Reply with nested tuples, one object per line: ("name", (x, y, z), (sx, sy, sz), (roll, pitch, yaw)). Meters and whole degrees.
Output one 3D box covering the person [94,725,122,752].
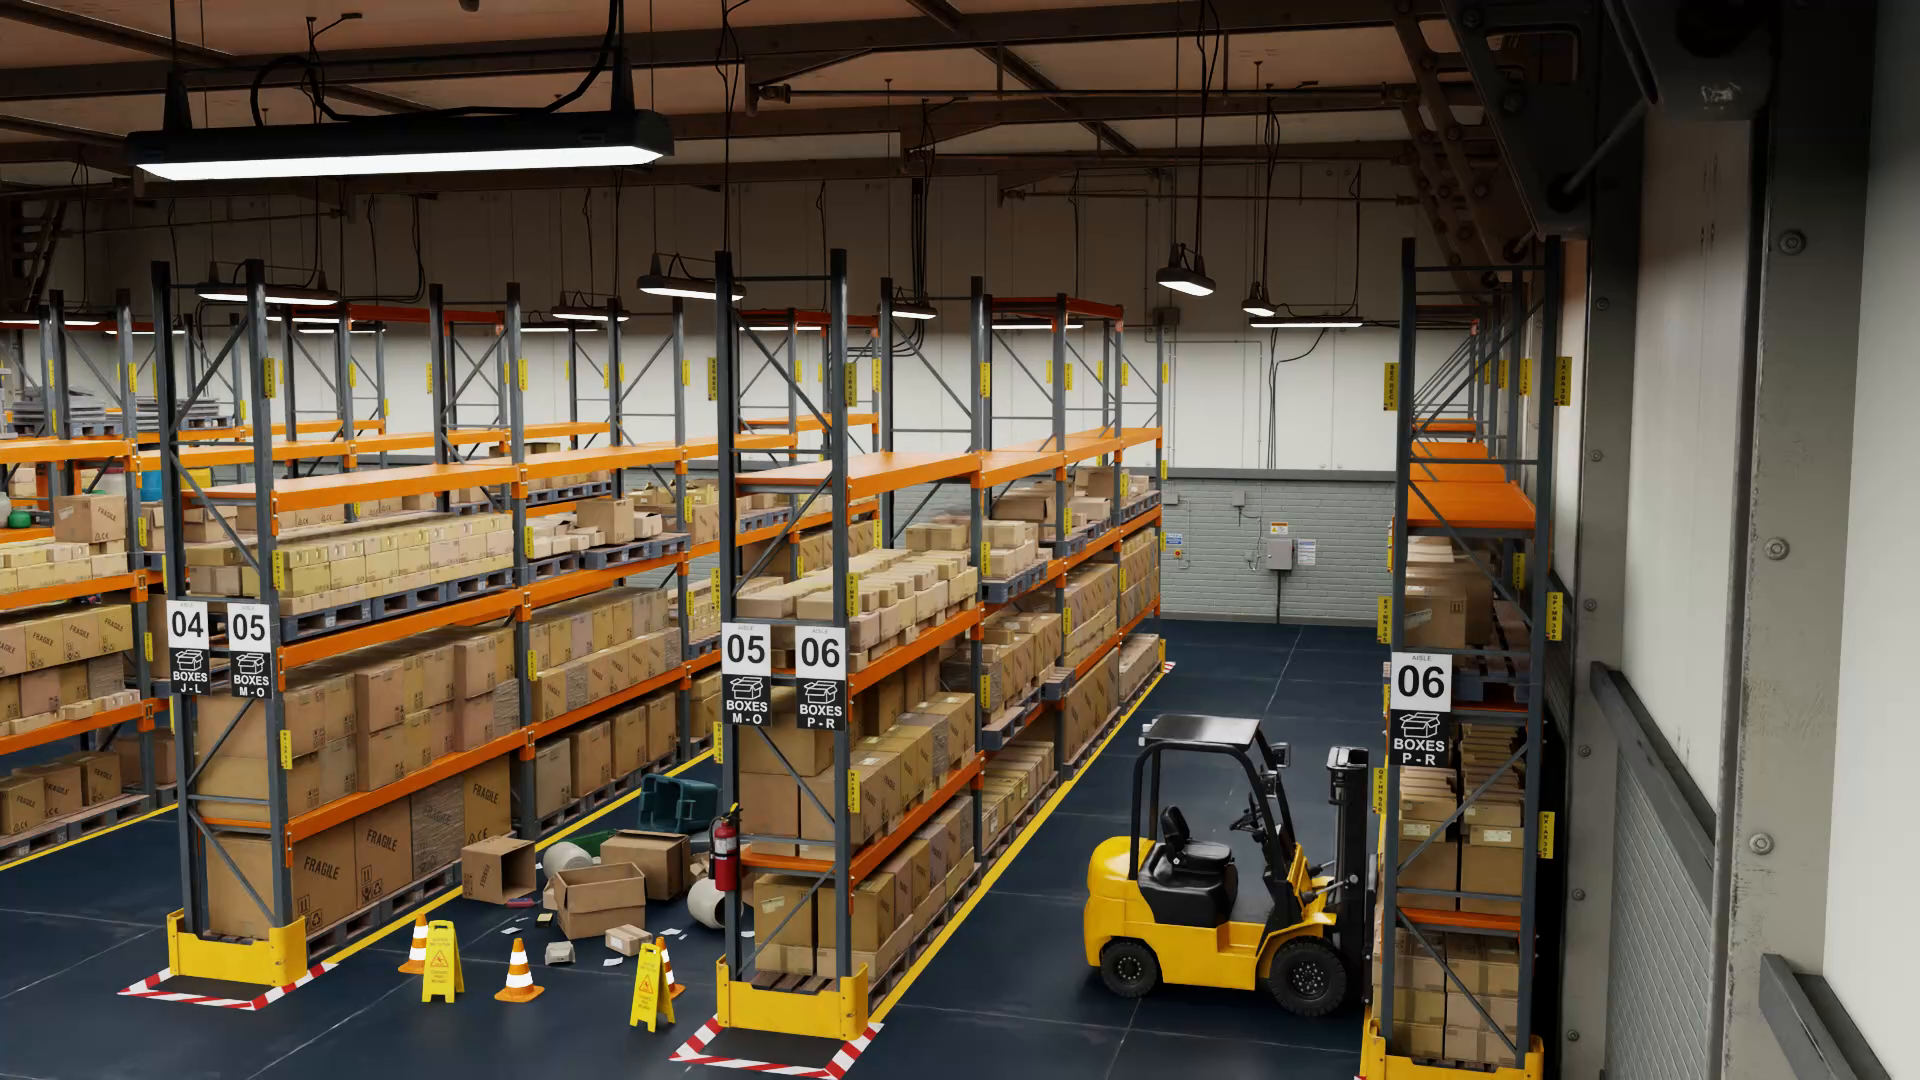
("person", (-11.145, 2.052, 21.728), (0.616, 1.757, 0.682), (1, 6, 12))
